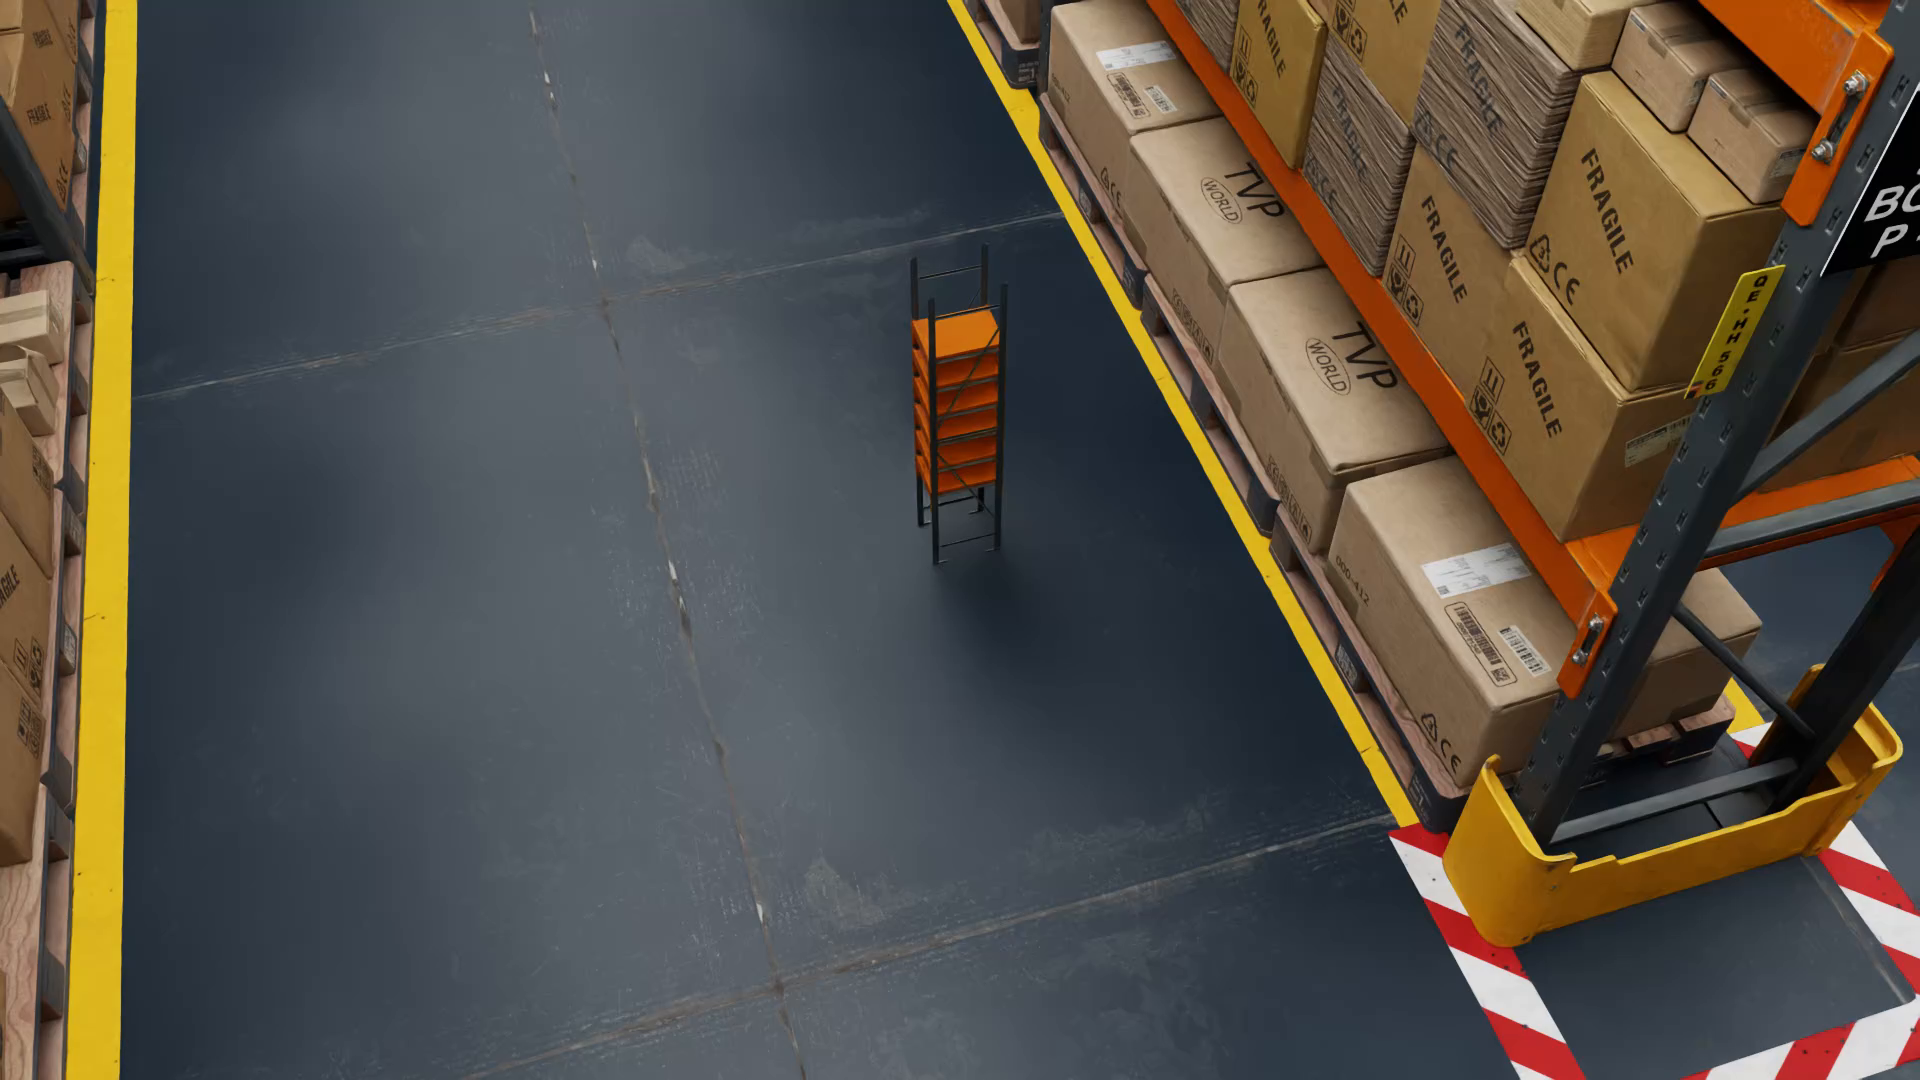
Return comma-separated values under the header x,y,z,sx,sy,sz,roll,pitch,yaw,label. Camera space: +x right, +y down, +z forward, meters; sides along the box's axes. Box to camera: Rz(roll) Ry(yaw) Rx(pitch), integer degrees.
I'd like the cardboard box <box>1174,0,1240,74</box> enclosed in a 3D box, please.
x,y,z,sx,sy,sz,roll,pitch,yaw,label
1.009,-1.879,5.306,0.500,0.500,0.500,-13,51,-11,cardboard box

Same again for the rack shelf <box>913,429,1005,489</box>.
x,y,z,sx,sy,sz,roll,pitch,yaw,label
-0.004,-0.291,5.426,0.258,0.103,0.180,-13,51,-11,rack shelf

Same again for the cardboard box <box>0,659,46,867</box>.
x,y,z,sx,sy,sz,roll,pitch,yaw,label
-3.029,0.634,4.614,0.700,0.500,0.500,-11,51,-9,cardboard box

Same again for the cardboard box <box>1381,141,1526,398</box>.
x,y,z,sx,sy,sz,roll,pitch,yaw,label
1.488,-0.755,4.359,0.500,0.500,0.500,-14,51,-12,cardboard box

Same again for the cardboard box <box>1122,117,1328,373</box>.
x,y,z,sx,sy,sz,roll,pitch,yaw,label
1.183,-1.154,6.162,0.875,0.438,0.875,-15,51,-12,cardboard box

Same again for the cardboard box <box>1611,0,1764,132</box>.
x,y,z,sx,sy,sz,roll,pitch,yaw,label
1.622,-1.020,3.505,0.380,0.149,0.250,-12,51,-10,cardboard box

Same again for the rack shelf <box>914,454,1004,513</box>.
x,y,z,sx,sy,sz,roll,pitch,yaw,label
-0.004,-0.214,5.518,0.258,0.103,0.180,-13,51,-11,rack shelf

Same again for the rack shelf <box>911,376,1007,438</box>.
x,y,z,sx,sy,sz,roll,pitch,yaw,label
-0.004,-0.446,5.242,0.258,0.103,0.180,-13,51,-11,rack shelf

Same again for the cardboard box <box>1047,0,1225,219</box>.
x,y,z,sx,sy,sz,roll,pitch,yaw,label
0.918,-1.808,6.714,0.875,0.438,0.875,-14,51,-12,cardboard box

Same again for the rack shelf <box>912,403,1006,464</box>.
x,y,z,sx,sy,sz,roll,pitch,yaw,label
-0.004,-0.369,5.334,0.258,0.103,0.180,-13,51,-11,rack shelf

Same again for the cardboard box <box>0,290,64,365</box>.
x,y,z,sx,sy,sz,roll,pitch,yaw,label
-3.460,-0.732,5.996,0.380,0.149,0.250,-15,51,-12,cardboard box

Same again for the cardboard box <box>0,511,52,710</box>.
x,y,z,sx,sy,sz,roll,pitch,yaw,label
-3.090,0.225,4.958,0.500,0.500,0.500,-12,51,-10,cardboard box

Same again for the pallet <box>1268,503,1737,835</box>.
x,y,z,sx,sy,sz,roll,pitch,yaw,label
1.707,0.272,5.382,1.003,0.211,1.213,-13,51,-11,pallet

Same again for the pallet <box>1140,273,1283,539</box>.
x,y,z,sx,sy,sz,roll,pitch,yaw,label
1.349,-0.617,6.132,1.003,0.211,1.213,-13,51,-11,pallet

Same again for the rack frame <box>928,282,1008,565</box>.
x,y,z,sx,sy,sz,roll,pitch,yaw,label
0.023,-0.330,5.244,0.240,1.200,0.006,-13,51,-11,rack frame

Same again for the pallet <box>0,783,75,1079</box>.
x,y,z,sx,sy,sz,roll,pitch,yaw,label
-2.982,1.326,4.494,1.003,0.211,1.213,-13,51,-11,pallet

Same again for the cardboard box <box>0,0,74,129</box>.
x,y,z,sx,sy,sz,roll,pitch,yaw,label
-4.001,-1.977,6.815,0.500,0.500,0.500,-14,51,-11,cardboard box

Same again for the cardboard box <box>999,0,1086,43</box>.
x,y,z,sx,sy,sz,roll,pitch,yaw,label
0.575,-2.867,7.320,0.875,0.875,0.875,-12,51,-10,cardboard box

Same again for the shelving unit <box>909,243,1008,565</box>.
x,y,z,sx,sy,sz,roll,pitch,yaw,label
-0.004,-0.397,5.300,0.258,1.200,0.189,-13,51,-11,shelving unit

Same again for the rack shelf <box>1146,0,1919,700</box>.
x,y,z,sx,sy,sz,roll,pitch,yaw,label
1.426,-1.289,5.345,1.077,0.370,4.000,-13,51,-11,rack shelf

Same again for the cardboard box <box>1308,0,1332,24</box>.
x,y,z,sx,sy,sz,roll,pitch,yaw,label
1.175,-1.818,4.601,0.500,0.500,0.500,-14,51,-11,cardboard box

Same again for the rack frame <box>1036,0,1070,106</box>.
x,y,z,sx,sy,sz,roll,pitch,yaw,label
0.835,-2.982,6.302,1.000,3.000,0.127,-13,51,-11,rack frame

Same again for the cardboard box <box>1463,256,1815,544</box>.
x,y,z,sx,sy,sz,roll,pitch,yaw,label
1.622,-0.385,4.047,0.500,0.500,0.500,-13,51,-11,cardboard box

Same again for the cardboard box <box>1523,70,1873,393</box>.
x,y,z,sx,sy,sz,roll,pitch,yaw,label
1.648,-0.713,3.670,0.500,0.500,0.500,-12,51,-10,cardboard box

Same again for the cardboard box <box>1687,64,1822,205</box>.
x,y,z,sx,sy,sz,roll,pitch,yaw,label
1.720,-0.840,3.353,0.380,0.149,0.250,-13,51,-10,cardboard box

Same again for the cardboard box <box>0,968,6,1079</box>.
x,y,z,sx,sy,sz,roll,pitch,yaw,label
-2.813,1.266,4.079,0.797,0.503,0.637,-15,52,-12,cardboard box

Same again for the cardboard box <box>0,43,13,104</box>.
x,y,z,sx,sy,sz,roll,pitch,yaw,label
-3.758,-1.717,6.172,0.380,0.149,0.250,-11,51,-9,cardboard box

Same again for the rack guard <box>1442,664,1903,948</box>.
x,y,z,sx,sy,sz,roll,pitch,yaw,label
2.025,0.763,4.780,1.175,0.500,0.348,-13,51,-11,rack guard

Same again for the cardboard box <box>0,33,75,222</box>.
x,y,z,sx,sy,sz,roll,pitch,yaw,label
-3.834,-1.590,6.489,0.500,0.500,0.500,-11,51,-9,cardboard box

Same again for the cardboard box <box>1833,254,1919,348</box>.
x,y,z,sx,sy,sz,roll,pitch,yaw,label
2.148,-0.830,3.768,0.500,0.500,0.500,-14,51,-12,cardboard box

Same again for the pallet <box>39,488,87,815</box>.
x,y,z,sx,sy,sz,roll,pitch,yaw,label
-3.339,0.437,5.244,1.003,0.211,1.213,-13,51,-11,pallet

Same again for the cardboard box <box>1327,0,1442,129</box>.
x,y,z,sx,sy,sz,roll,pitch,yaw,label
1.322,-1.450,4.291,0.500,0.500,0.500,-14,51,-11,cardboard box

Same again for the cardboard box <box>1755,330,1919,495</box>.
x,y,z,sx,sy,sz,roll,pitch,yaw,label
2.150,-0.508,4.151,0.500,0.500,0.500,-14,51,-11,cardboard box

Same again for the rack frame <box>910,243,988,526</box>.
x,y,z,sx,sy,sz,roll,pitch,yaw,label
-0.031,-0.464,5.357,0.240,1.200,0.006,-13,51,-11,rack frame

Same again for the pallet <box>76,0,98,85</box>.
x,y,z,sx,sy,sz,roll,pitch,yaw,label
-4.547,-2.436,7.665,1.003,0.211,1.213,-13,51,-11,pallet

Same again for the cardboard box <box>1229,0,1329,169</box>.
x,y,z,sx,sy,sz,roll,pitch,yaw,label
1.162,-1.502,4.989,0.500,0.500,0.500,-12,51,-10,cardboard box

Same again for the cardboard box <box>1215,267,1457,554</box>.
x,y,z,sx,sy,sz,roll,pitch,yaw,label
1.448,-0.496,5.607,0.875,0.438,0.875,-12,51,-10,cardboard box

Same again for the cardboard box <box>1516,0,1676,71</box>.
x,y,z,sx,sy,sz,roll,pitch,yaw,label
1.466,-1.190,3.648,0.380,0.149,0.250,-14,51,-11,cardboard box

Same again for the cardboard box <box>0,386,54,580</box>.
x,y,z,sx,sy,sz,roll,pitch,yaw,label
-3.336,-0.124,5.253,0.700,0.500,0.500,-15,52,-12,cardboard box

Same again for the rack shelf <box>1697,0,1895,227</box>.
x,y,z,sx,sy,sz,roll,pitch,yaw,label
1.426,-2.256,4.198,1.077,0.370,4.000,-13,51,-11,rack shelf

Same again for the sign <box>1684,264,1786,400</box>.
x,y,z,sx,sy,sz,roll,pitch,yaw,label
1.495,-0.397,3.211,0.100,0.325,0.005,-13,51,-11,sign

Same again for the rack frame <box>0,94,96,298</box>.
x,y,z,sx,sy,sz,roll,pitch,yaw,label
-3.906,-1.856,5.353,1.000,3.000,0.127,-13,51,-11,rack frame

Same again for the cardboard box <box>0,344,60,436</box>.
x,y,z,sx,sy,sz,roll,pitch,yaw,label
-3.355,-0.509,5.731,0.396,0.266,0.258,-12,51,-10,cardboard box

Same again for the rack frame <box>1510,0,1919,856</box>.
x,y,z,sx,sy,sz,roll,pitch,yaw,label
2.018,-0.060,3.839,1.000,3.000,0.127,-13,51,-11,rack frame

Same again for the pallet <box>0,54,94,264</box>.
x,y,z,sx,sy,sz,roll,pitch,yaw,label
-4.182,-1.543,6.913,1.003,0.211,1.213,-13,51,-11,pallet

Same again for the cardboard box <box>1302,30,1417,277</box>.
x,y,z,sx,sy,sz,roll,pitch,yaw,label
1.327,-1.128,4.674,0.500,0.500,0.500,-12,51,-10,cardboard box

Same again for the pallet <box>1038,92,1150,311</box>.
x,y,z,sx,sy,sz,roll,pitch,yaw,label
0.985,-1.510,6.885,1.003,0.211,1.213,-13,51,-11,pallet

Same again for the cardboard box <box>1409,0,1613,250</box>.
x,y,z,sx,sy,sz,roll,pitch,yaw,label
1.465,-1.088,3.986,0.500,0.500,0.500,-13,51,-11,cardboard box

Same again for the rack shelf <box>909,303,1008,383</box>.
x,y,z,sx,sy,sz,roll,pitch,yaw,label
-0.004,-0.601,5.059,0.258,0.103,0.180,-13,51,-11,rack shelf

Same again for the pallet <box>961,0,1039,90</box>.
x,y,z,sx,sy,sz,roll,pitch,yaw,label
0.535,-2.629,7.828,1.003,0.211,1.213,-13,51,-11,pallet

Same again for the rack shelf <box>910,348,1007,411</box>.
x,y,z,sx,sy,sz,roll,pitch,yaw,label
-0.004,-0.523,5.151,0.258,0.103,0.180,-13,51,-11,rack shelf

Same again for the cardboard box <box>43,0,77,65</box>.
x,y,z,sx,sy,sz,roll,pitch,yaw,label
-4.144,-2.343,7.123,0.500,0.500,0.500,-15,51,-12,cardboard box

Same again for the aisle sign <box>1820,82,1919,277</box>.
x,y,z,sx,sy,sz,roll,pitch,yaw,label
1.743,-0.775,2.741,0.394,0.787,0.004,-13,51,-11,aisle sign

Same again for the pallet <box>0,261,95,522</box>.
x,y,z,sx,sy,sz,roll,pitch,yaw,label
-3.704,-0.456,5.996,1.003,0.211,1.213,-13,51,-11,pallet

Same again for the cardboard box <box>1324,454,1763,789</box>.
x,y,z,sx,sy,sz,roll,pitch,yaw,label
1.727,0.171,5.045,0.875,0.438,0.875,-15,51,-12,cardboard box
